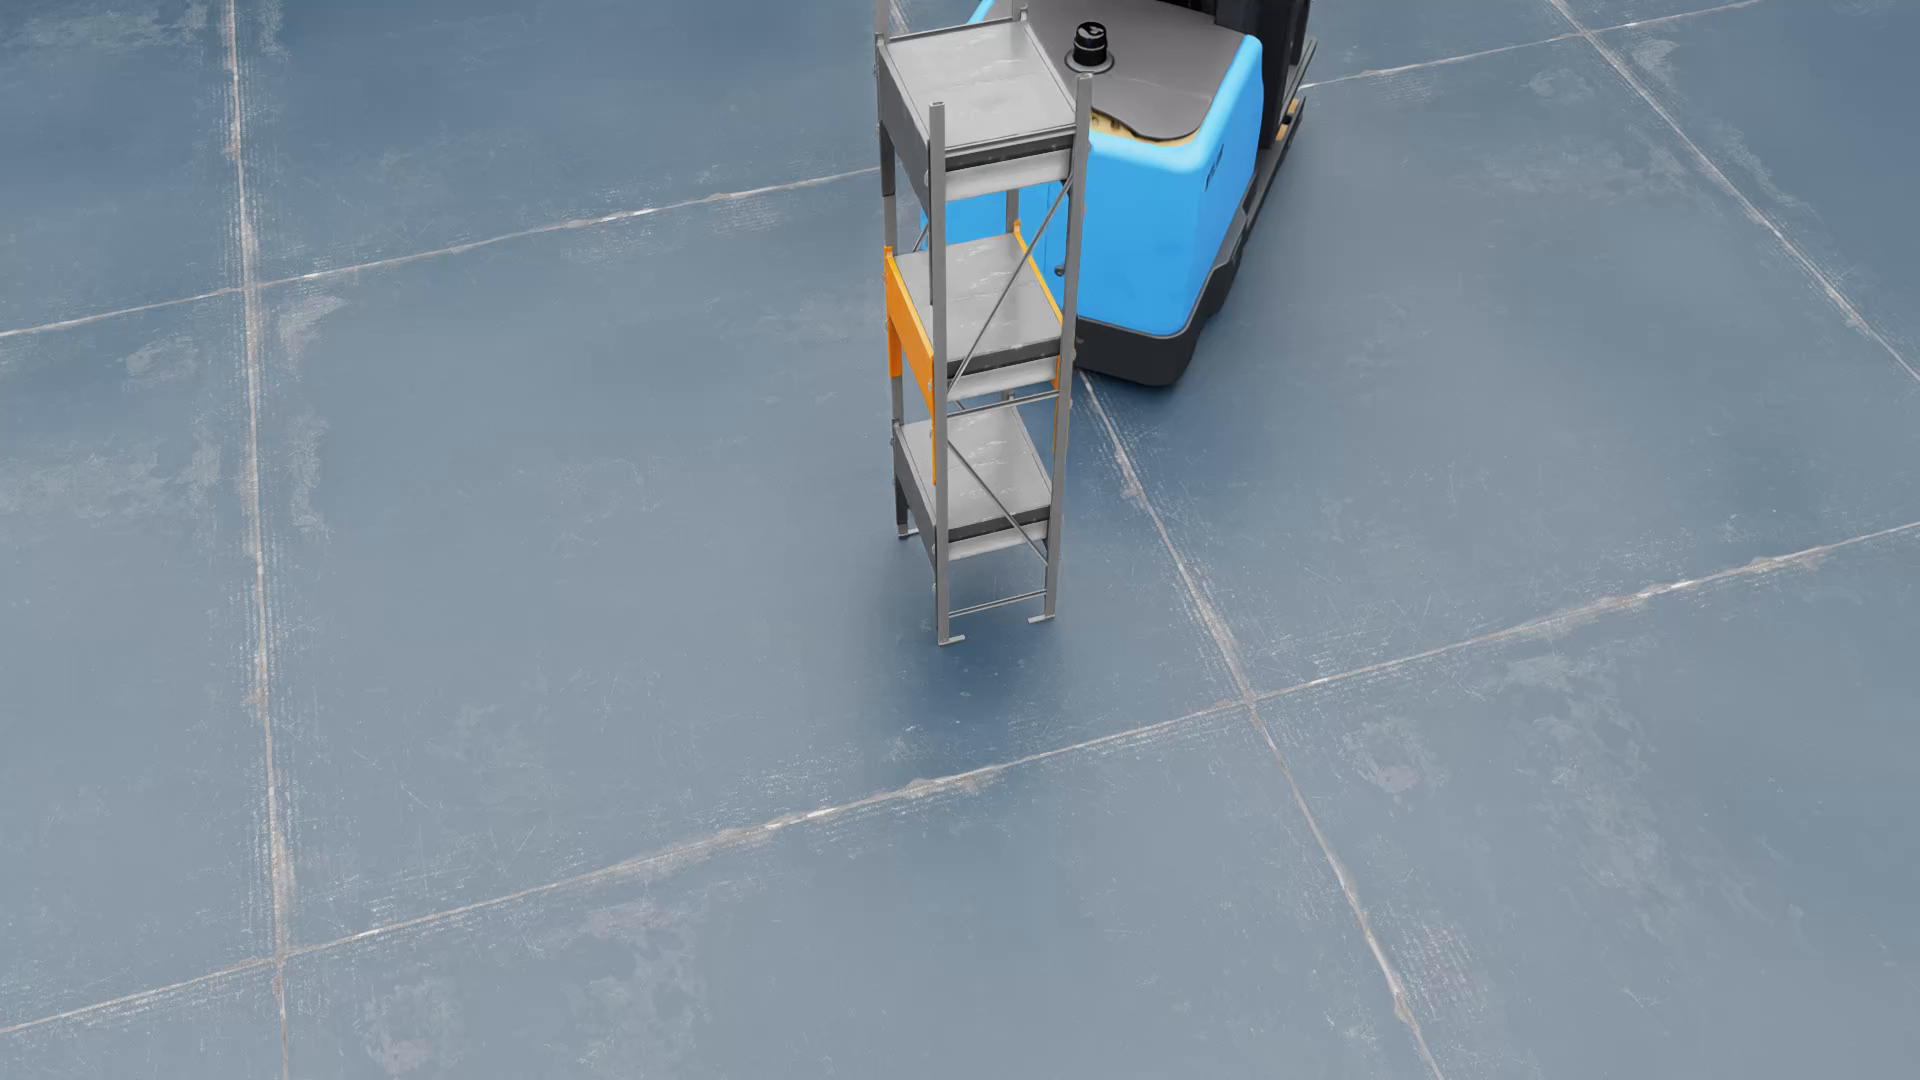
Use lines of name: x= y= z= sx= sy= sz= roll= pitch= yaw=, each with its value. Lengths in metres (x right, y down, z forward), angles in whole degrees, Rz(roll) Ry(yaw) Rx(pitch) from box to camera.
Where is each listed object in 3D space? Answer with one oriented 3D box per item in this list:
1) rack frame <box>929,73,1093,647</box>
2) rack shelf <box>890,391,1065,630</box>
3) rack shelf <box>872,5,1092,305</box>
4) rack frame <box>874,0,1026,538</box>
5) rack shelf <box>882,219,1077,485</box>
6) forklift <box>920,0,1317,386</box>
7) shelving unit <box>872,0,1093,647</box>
rack frame: x=0.121 y=-0.378 z=4.695 sx=0.400 sy=2.100 sz=0.015 roll=-13 pitch=51 yaw=-11
rack shelf: x=0.049 y=-0.096 z=5.391 sx=0.431 sy=0.518 sz=0.480 roll=-13 pitch=51 yaw=-11
rack shelf: x=0.049 y=-0.998 z=4.321 sx=0.431 sy=0.518 sz=0.480 roll=-13 pitch=51 yaw=-11
rack frame: x=-0.023 y=-0.734 z=4.996 sx=0.400 sy=2.100 sz=0.015 roll=-13 pitch=51 yaw=-11
rack shelf: x=0.049 y=-0.547 z=4.856 sx=0.431 sy=0.518 sz=0.480 roll=-13 pitch=51 yaw=-11
forklift: x=0.848 y=-2.666 z=6.080 sx=1.130 sy=2.935 sz=3.031 roll=17 pitch=52 yaw=14
shelving unit: x=0.049 y=-0.556 z=4.845 sx=0.431 sy=2.100 sz=0.503 roll=-13 pitch=51 yaw=-11
